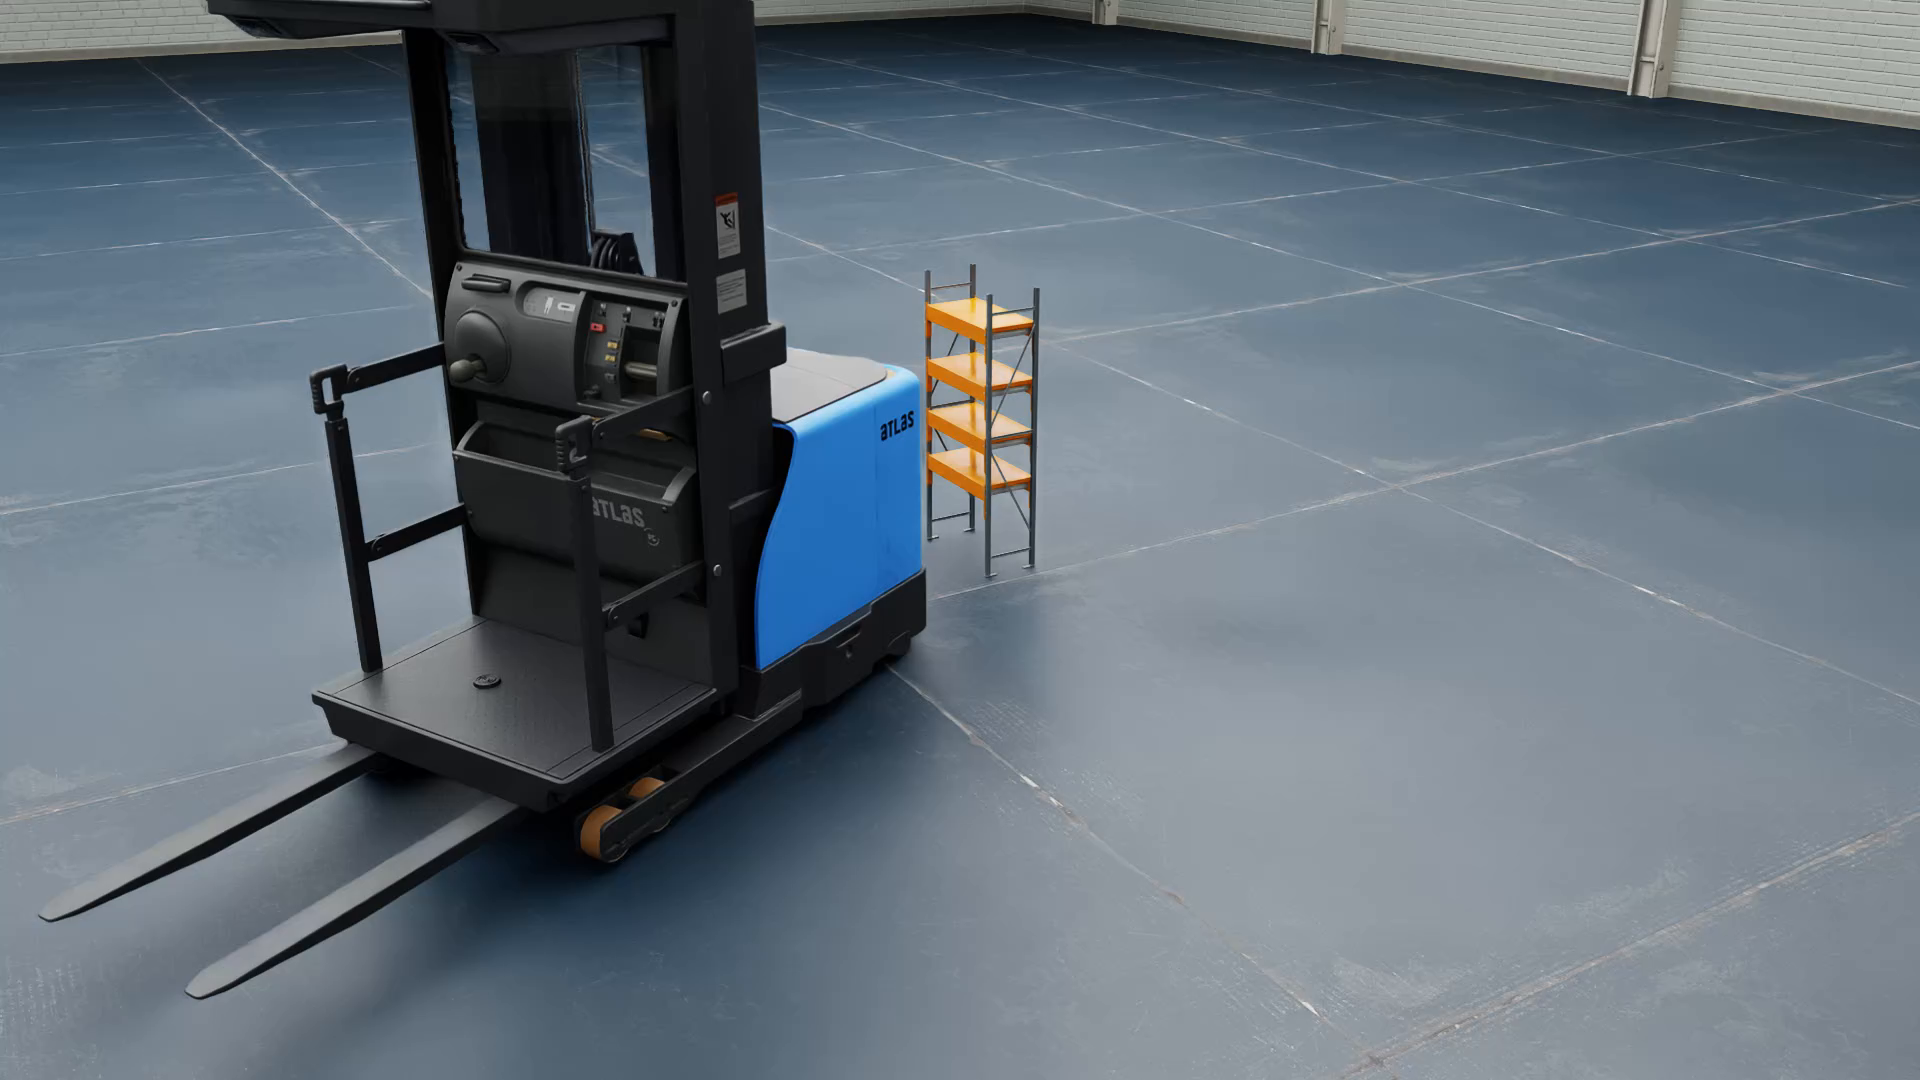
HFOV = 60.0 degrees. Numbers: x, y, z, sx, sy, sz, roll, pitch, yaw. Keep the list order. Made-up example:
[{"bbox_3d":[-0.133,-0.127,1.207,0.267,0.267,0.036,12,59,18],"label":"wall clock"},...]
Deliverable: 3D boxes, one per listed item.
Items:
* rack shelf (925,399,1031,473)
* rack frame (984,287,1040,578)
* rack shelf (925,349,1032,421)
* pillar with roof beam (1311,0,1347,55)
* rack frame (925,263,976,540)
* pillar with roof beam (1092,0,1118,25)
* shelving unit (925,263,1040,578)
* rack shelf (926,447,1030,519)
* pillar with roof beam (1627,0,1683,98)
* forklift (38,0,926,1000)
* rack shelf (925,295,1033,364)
[{"bbox_3d":[0.085,-0.440,6.979,0.258,0.148,0.480,-13,25,-28],"label":"rack shelf"},{"bbox_3d":[0.209,-0.423,6.759,0.240,1.200,0.015,-13,25,-28],"label":"rack frame"},{"bbox_3d":[0.085,-0.647,6.895,0.258,0.148,0.480,-13,25,-28],"label":"rack shelf"},{"bbox_3d":[2.056,-10.985,22.386,9.100,9.000,0.400,-13,25,-28],"label":"pillar with roof beam"},{"bbox_3d":[-0.040,-0.581,7.148,0.240,1.200,0.015,-13,25,-28],"label":"rack frame"},{"bbox_3d":[-1.009,-12.927,27.164,9.100,9.000,0.400,-13,25,-28],"label":"pillar with roof beam"},{"bbox_3d":[0.085,-0.502,6.954,0.258,1.200,0.503,-13,25,-28],"label":"shelving unit"},{"bbox_3d":[0.085,-0.256,7.054,0.258,0.148,0.480,-13,25,-28],"label":"rack shelf"},{"bbox_3d":[5.121,-9.042,17.607,9.100,9.000,0.400,-13,25,-28],"label":"pillar with roof beam"},{"bbox_3d":[-1.326,-0.598,4.891,1.130,2.935,3.031,13,25,29],"label":"forklift"},{"bbox_3d":[0.085,-0.866,6.806,0.258,0.148,0.480,-13,25,-28],"label":"rack shelf"}]
